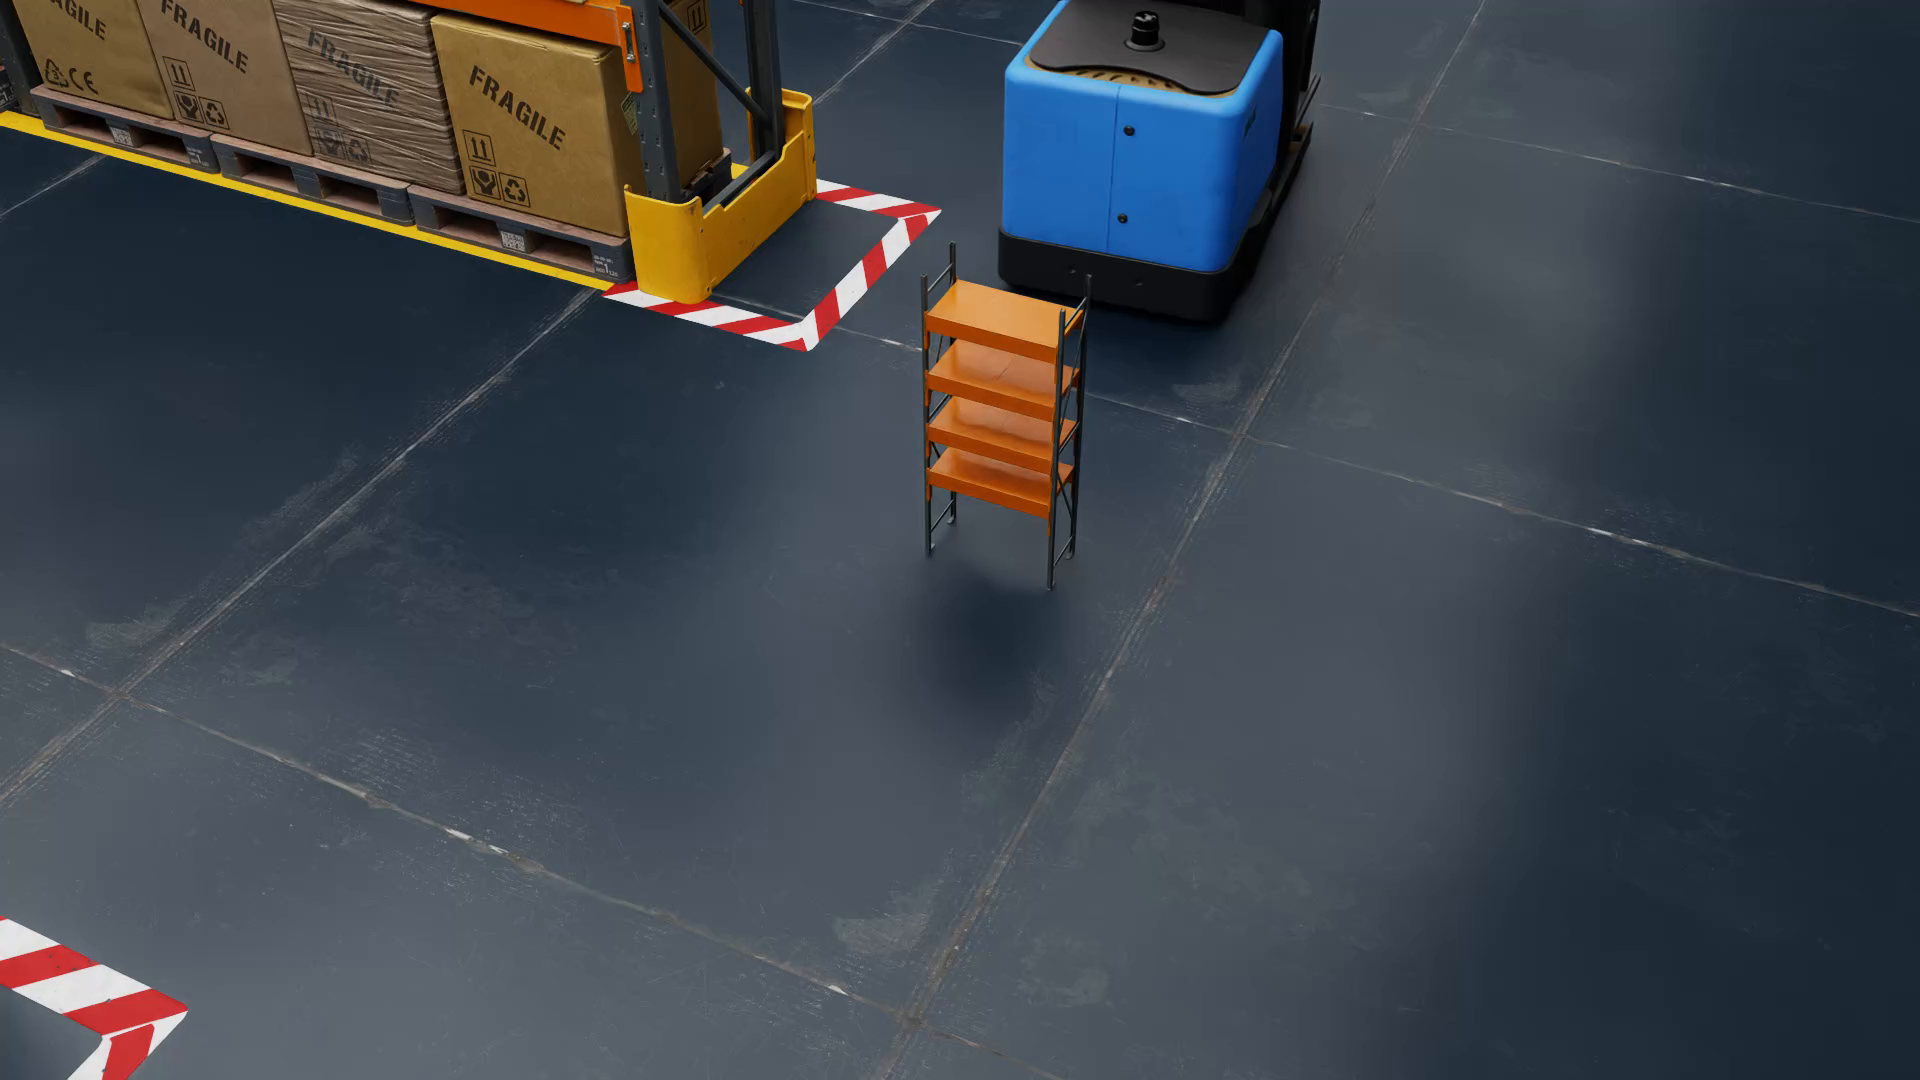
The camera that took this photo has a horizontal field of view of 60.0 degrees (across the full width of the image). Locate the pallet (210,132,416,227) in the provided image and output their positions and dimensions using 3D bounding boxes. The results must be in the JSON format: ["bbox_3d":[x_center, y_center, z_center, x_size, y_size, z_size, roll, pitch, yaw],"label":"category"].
[{"bbox_3d":[-2.968,-2.038,8.440,1.213,0.211,1.003,17,44,19],"label":"pallet"}]

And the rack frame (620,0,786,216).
[{"bbox_3d":[-1.108,-2.578,6.934,0.127,3.000,1.000,17,44,19],"label":"rack frame"}]

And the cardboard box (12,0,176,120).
[{"bbox_3d":[-4.169,-2.811,8.505,0.875,0.875,0.875,17,44,19],"label":"cardboard box"}]

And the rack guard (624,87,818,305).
[{"bbox_3d":[-1.087,-1.627,7.745,0.348,0.500,1.175,17,44,19],"label":"rack guard"}]

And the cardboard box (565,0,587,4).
[{"bbox_3d":[-1.570,-2.386,6.905,0.250,0.149,0.380,18,44,19],"label":"cardboard box"}]

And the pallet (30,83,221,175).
[{"bbox_3d":[-4.077,-2.375,8.829,1.213,0.211,1.003,17,44,19],"label":"pallet"}]

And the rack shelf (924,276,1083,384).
[{"bbox_3d":[0.150,-0.704,5.547,0.480,0.148,0.258,17,44,19],"label":"rack shelf"}]

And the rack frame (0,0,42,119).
[{"bbox_3d":[-4.733,-3.686,8.212,0.127,3.000,1.000,17,44,19],"label":"rack frame"}]

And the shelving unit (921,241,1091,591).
[{"bbox_3d":[0.150,-0.408,5.804,0.503,1.200,0.258,17,44,19],"label":"shelving unit"}]

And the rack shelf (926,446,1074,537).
[{"bbox_3d":[0.150,-0.207,5.978,0.480,0.148,0.258,17,44,19],"label":"rack shelf"}]

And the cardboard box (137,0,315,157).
[{"bbox_3d":[-3.353,-2.562,8.217,0.875,0.875,0.875,17,44,19],"label":"cardboard box"}]

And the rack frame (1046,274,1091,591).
[{"bbox_3d":[0.371,-0.340,5.726,0.015,1.200,0.240,17,44,19],"label":"rack frame"}]

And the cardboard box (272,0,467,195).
[{"bbox_3d":[-2.547,-2.315,7.933,0.875,0.875,0.875,17,44,19],"label":"cardboard box"}]

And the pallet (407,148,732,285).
[{"bbox_3d":[-1.866,-1.699,8.049,1.213,0.211,1.003,17,44,19],"label":"pallet"}]

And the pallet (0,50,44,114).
[{"bbox_3d":[-5.464,-2.801,9.320,1.213,0.211,1.003,17,44,19],"label":"pallet"}]

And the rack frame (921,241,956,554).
[{"bbox_3d":[-0.071,-0.475,5.882,0.015,1.200,0.240,17,44,19],"label":"rack frame"}]

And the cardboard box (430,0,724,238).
[{"bbox_3d":[-1.722,-2.063,7.642,0.875,0.875,0.875,17,44,19],"label":"cardboard box"}]

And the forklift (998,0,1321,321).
[{"bbox_3d":[1.160,-3.036,7.514,1.130,2.935,3.031,14,43,15],"label":"forklift"}]

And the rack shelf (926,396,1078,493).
[{"bbox_3d":[0.150,-0.357,5.848,0.480,0.148,0.258,17,44,19],"label":"rack shelf"}]

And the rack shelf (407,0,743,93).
[{"bbox_3d":[-2.921,-2.860,7.809,4.000,0.370,1.077,17,44,19],"label":"rack shelf"}]

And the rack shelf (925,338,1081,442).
[{"bbox_3d":[0.150,-0.526,5.702,0.480,0.148,0.258,17,44,19],"label":"rack shelf"}]
